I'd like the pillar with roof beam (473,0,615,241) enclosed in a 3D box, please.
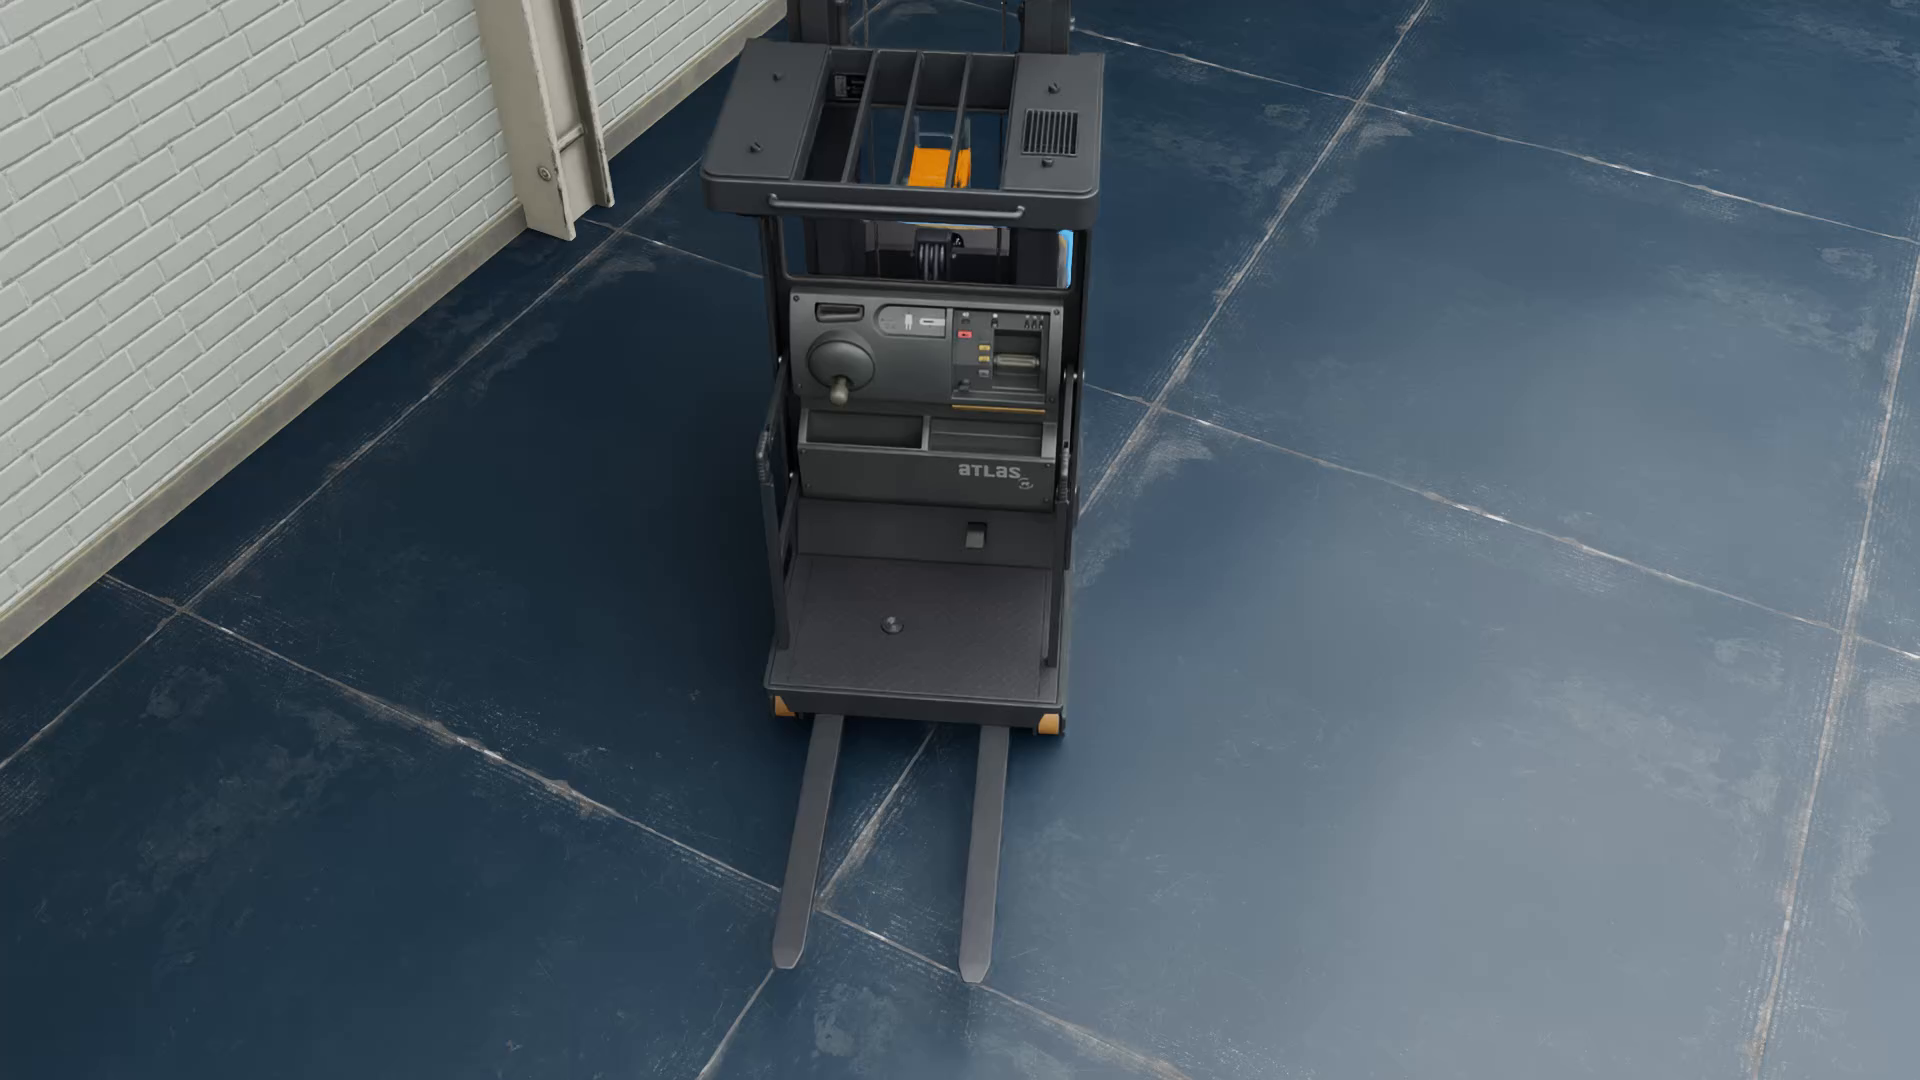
[{"bbox_3d":[1.765,-3.453,4.116,9.100,9.000,0.400,20,49,19],"label":"pillar with roof beam"}]

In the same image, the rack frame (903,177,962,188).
[{"bbox_3d":[-0.113,-1.048,7.213,0.240,1.200,0.015,3,45,3],"label":"rack frame"}]

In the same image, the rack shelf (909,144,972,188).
[{"bbox_3d":[-0.094,-1.499,7.110,0.258,0.148,0.480,3,45,3],"label":"rack shelf"}]

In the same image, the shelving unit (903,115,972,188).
[{"bbox_3d":[-0.094,-1.219,7.386,0.258,1.200,0.503,3,45,3],"label":"shelving unit"}]

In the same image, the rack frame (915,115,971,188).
[{"bbox_3d":[-0.076,-1.390,7.559,0.240,1.200,0.015,3,45,3],"label":"rack frame"}]

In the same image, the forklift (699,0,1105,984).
[{"bbox_3d":[-0.133,-0.549,5.512,1.130,2.935,3.031,4,45,3],"label":"forklift"}]
